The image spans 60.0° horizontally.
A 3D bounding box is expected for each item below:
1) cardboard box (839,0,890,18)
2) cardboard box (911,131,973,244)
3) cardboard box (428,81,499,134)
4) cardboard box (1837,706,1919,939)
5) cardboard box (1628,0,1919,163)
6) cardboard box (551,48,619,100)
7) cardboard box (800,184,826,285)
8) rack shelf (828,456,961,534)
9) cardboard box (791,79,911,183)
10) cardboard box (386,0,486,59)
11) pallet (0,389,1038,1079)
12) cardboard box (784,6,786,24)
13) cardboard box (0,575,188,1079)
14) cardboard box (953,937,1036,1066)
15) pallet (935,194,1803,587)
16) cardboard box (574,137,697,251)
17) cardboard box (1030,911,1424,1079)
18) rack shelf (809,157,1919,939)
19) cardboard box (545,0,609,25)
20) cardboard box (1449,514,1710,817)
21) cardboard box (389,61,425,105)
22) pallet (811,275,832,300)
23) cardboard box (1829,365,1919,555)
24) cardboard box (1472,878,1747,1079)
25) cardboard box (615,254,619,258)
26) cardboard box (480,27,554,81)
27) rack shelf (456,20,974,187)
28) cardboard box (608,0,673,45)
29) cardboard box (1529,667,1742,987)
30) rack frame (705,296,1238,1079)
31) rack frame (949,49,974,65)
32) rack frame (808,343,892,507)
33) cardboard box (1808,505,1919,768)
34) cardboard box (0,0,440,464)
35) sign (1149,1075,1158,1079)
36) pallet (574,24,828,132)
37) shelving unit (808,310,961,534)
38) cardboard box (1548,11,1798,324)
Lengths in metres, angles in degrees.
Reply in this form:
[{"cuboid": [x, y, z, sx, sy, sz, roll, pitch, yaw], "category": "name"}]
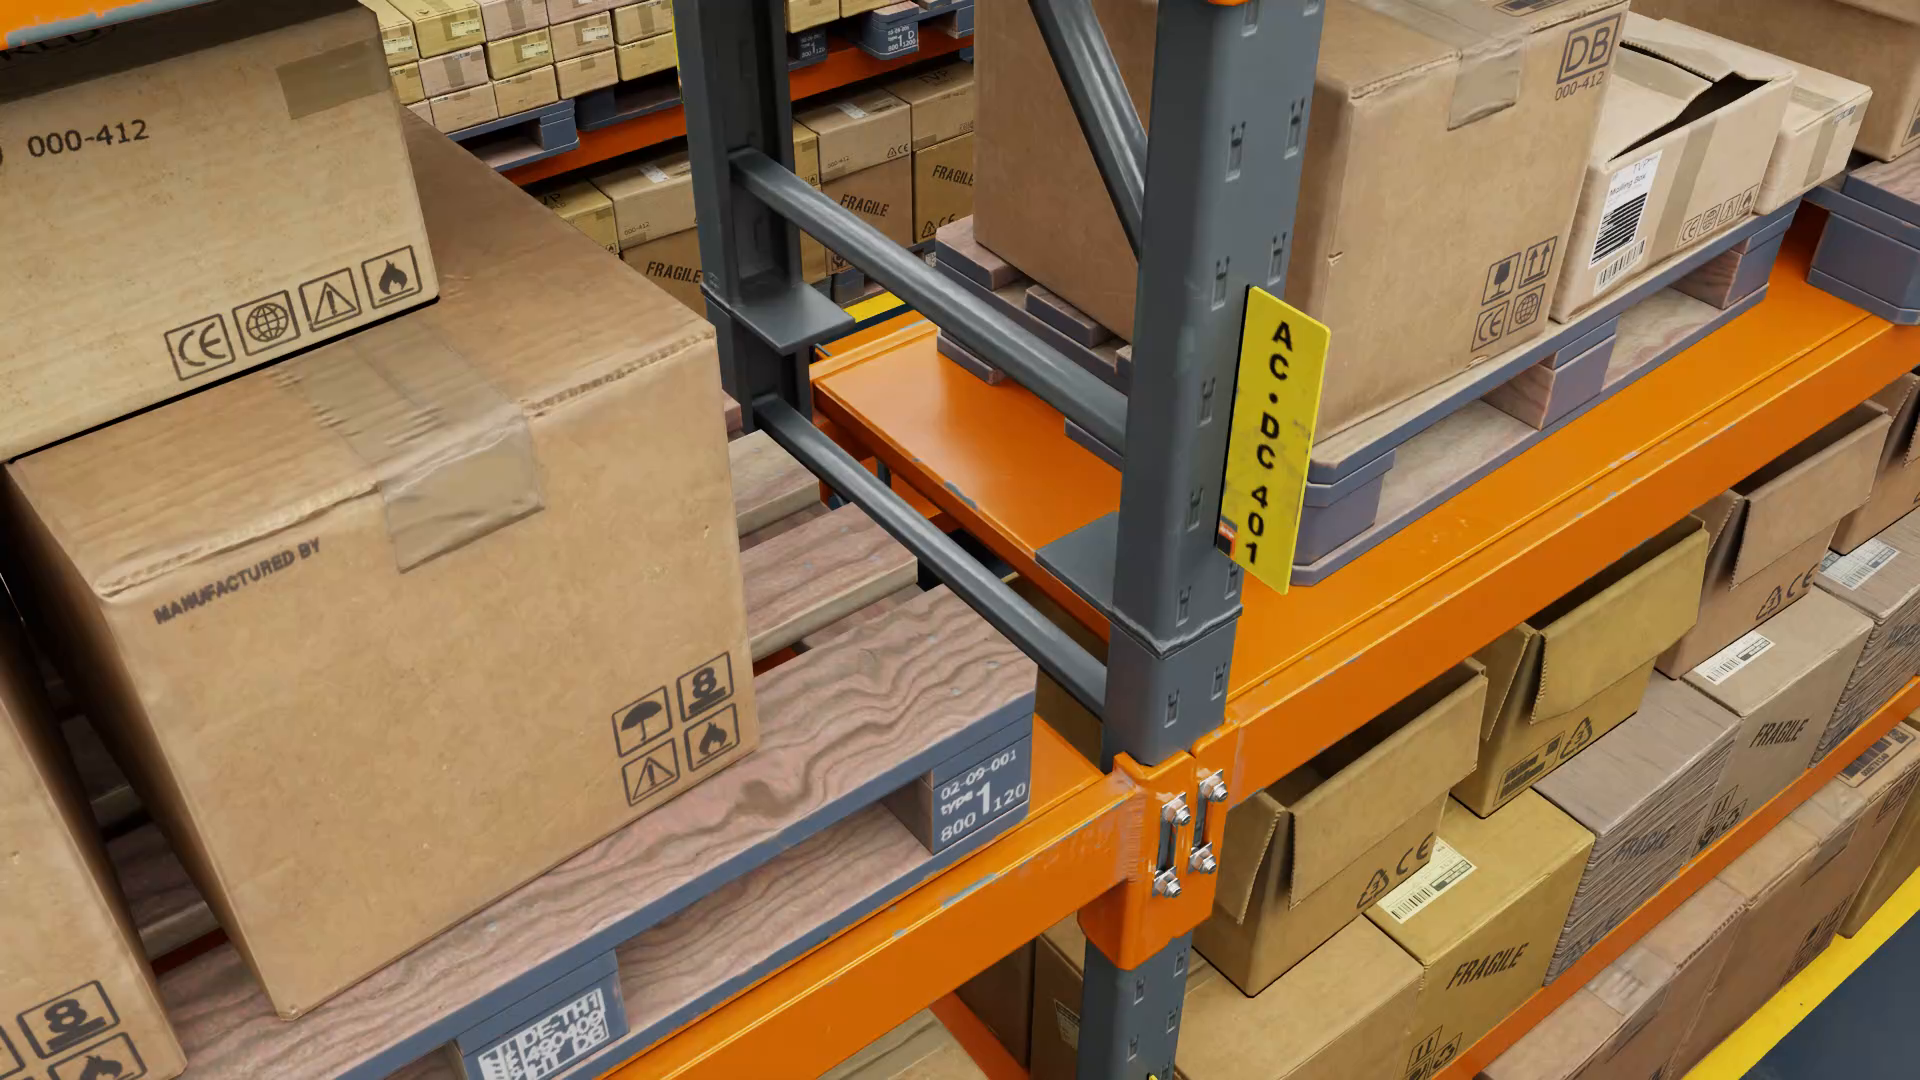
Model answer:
[{"cuboid": [-0.513, -2.414, 7.195, 0.250, 0.149, 0.380, -27, 46, -29], "category": "cardboard box"}, {"cuboid": [-0.163, -1.870, 8.304, 0.500, 0.500, 0.500, -26, 46, -28], "category": "cardboard box"}, {"cuboid": [-1.963, -1.705, 6.330, 0.250, 0.149, 0.380, -26, 46, -28], "category": "cardboard box"}, {"cuboid": [2.582, 0.389, 5.255, 0.875, 0.875, 1.225, -28, 47, -30], "category": "cardboard box"}, {"cuboid": [1.535, -1.088, 2.934, 0.637, 0.503, 0.797, -27, 46, -29], "category": "cardboard box"}, {"cuboid": [-1.562, -1.900, 6.568, 0.250, 0.149, 0.380, -28, 47, -30], "category": "cardboard box"}, {"cuboid": [-0.986, -1.459, 7.803, 0.500, 0.500, 0.500, -28, 47, -30], "category": "cardboard box"}, {"cuboid": [-0.005, -0.243, 6.545, 1.000, 0.278, 0.538, -26, 46, -28], "category": "rack shelf"}, {"cuboid": [-0.577, -1.949, 7.809, 0.500, 0.250, 0.500, -25, 46, -28], "category": "cardboard box"}, {"cuboid": [-1.957, -1.939, 6.146, 0.250, 0.149, 0.380, -26, 46, -28], "category": "cardboard box"}, {"cuboid": [-0.685, 0.205, 1.840, 1.213, 0.211, 1.003, -26, 46, -28], "category": "pallet"}, {"cuboid": [-0.932, -2.210, 6.946, 0.250, 0.149, 0.380, -25, 45, -27], "category": "cardboard box"}, {"cuboid": [-1.043, 0.158, 1.338, 0.500, 0.500, 0.700, -24, 45, -26], "category": "cardboard box"}, {"cuboid": [0.174, 0.663, 3.498, 0.500, 0.500, 0.500, -26, 46, -28], "category": "cardboard box"}, {"cuboid": [0.667, -0.446, 2.714, 1.217, 0.209, 0.805, -28, 47, -30], "category": "pallet"}, {"cuboid": [-1.398, -1.555, 7.328, 0.500, 0.250, 0.500, -24, 45, -27], "category": "cardboard box"}, {"cuboid": [0.487, 0.929, 3.174, 0.500, 0.500, 0.500, -26, 46, -28], "category": "cardboard box"}, {"cuboid": [1.556, -0.635, 3.361, 4.000, 0.370, 1.077, -26, 46, -28], "category": "rack shelf"}, {"cuboid": [-1.555, -2.133, 6.383, 0.250, 0.149, 0.380, -26, 46, -28], "category": "cardboard box"}, {"cuboid": [1.023, 0.082, 3.415, 0.637, 0.503, 0.797, -25, 46, -28], "category": "cardboard box"}, {"cuboid": [-2.175, -1.716, 6.110, 0.250, 0.149, 0.380, -27, 46, -29], "category": "cardboard box"}, {"cuboid": [-1.388, -1.212, 8.061, 1.213, 0.211, 1.003, -26, 46, -28], "category": "pallet"}, {"cuboid": [2.034, -0.428, 4.037, 0.637, 0.503, 0.797, -25, 45, -27], "category": "cardboard box"}, {"cuboid": [1.173, 1.075, 4.418, 0.875, 0.875, 1.225, -28, 47, -29], "category": "cardboard box"}, {"cuboid": [-1.806, -1.067, 7.326, 0.500, 0.500, 0.500, -24, 45, -26], "category": "cardboard box"}, {"cuboid": [-1.765, -1.917, 6.354, 0.250, 0.149, 0.380, -28, 47, -30], "category": "cardboard box"}, {"cuboid": [-1.386, -2.009, 7.401, 4.000, 0.370, 1.077, -26, 46, -28], "category": "rack shelf"}, {"cuboid": [-1.342, -2.125, 6.608, 0.250, 0.149, 0.380, -27, 46, -29], "category": "cardboard box"}, {"cuboid": [1.282, 0.541, 3.647, 0.500, 0.500, 0.500, -27, 46, -29], "category": "cardboard box"}, {"cuboid": [-0.030, 1.019, 3.142, 0.127, 3.000, 1.000, -26, 46, -28], "category": "rack frame"}, {"cuboid": [0.199, -3.060, 8.115, 0.127, 3.000, 1.000, -26, 46, -28], "category": "rack frame"}, {"cuboid": [-0.408, -0.236, 6.151, 0.032, 1.125, 0.500, -26, 46, -28], "category": "rack frame"}, {"cuboid": [2.093, 0.142, 4.133, 0.500, 0.500, 0.500, -28, 47, -29], "category": "cardboard box"}, {"cuboid": [-0.780, -0.310, 1.317, 0.500, 0.250, 0.500, -29, 48, -31], "category": "cardboard box"}, {"cuboid": [0.309, 0.933, 2.503, 0.005, 0.325, 0.100, -26, 46, -28], "category": "sign"}, {"cuboid": [-1.345, -2.200, 7.218, 1.213, 0.211, 1.003, -26, 46, -28], "category": "pallet"}, {"cuboid": [-0.005, -0.432, 6.390, 1.048, 1.125, 0.538, -26, 46, -28], "category": "shelving unit"}, {"cuboid": [0.895, -0.647, 2.548, 0.500, 0.311, 0.500, -28, 47, -29], "category": "cardboard box"}]
